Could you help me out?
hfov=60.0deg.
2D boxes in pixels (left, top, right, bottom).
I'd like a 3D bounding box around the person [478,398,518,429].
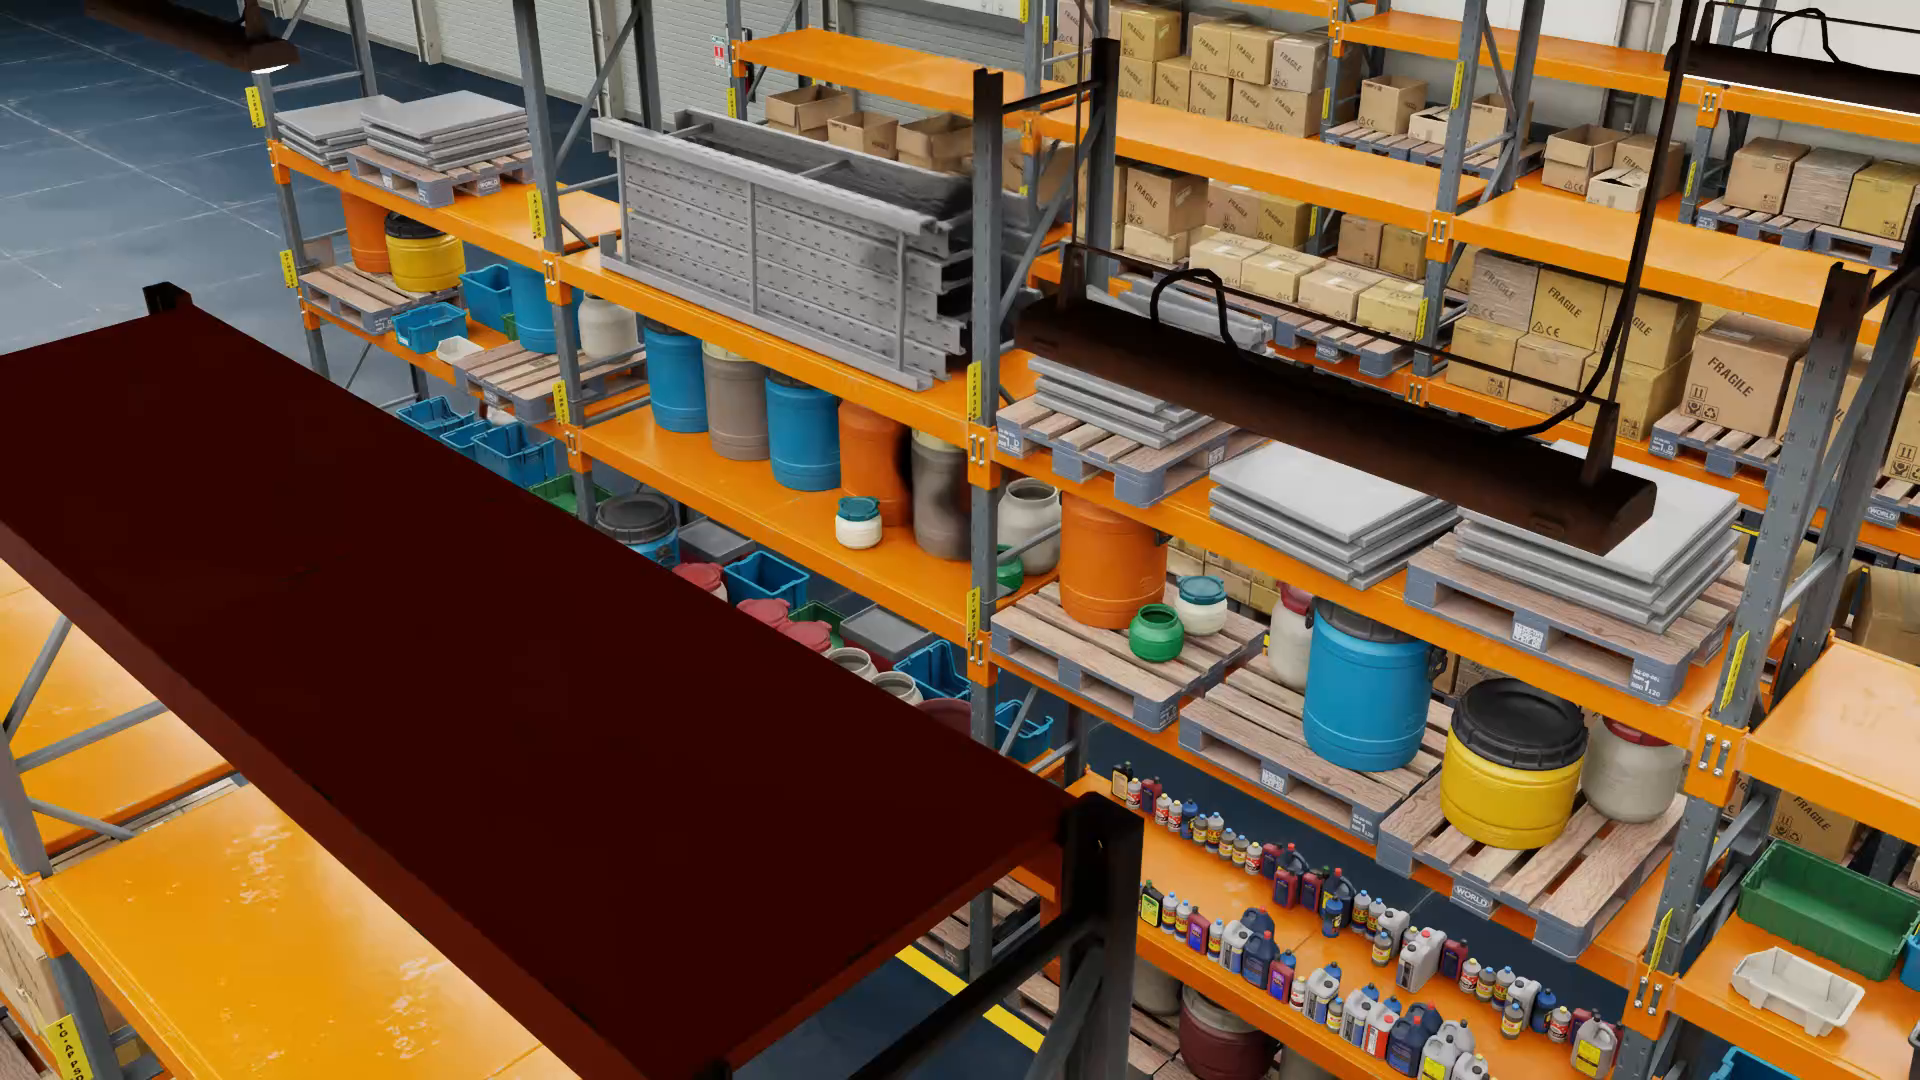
[{"bbox_3d":[-4.534,-1.241,16.706,0.548,1.731,0.734,23,37,35],"label":"person"}]
